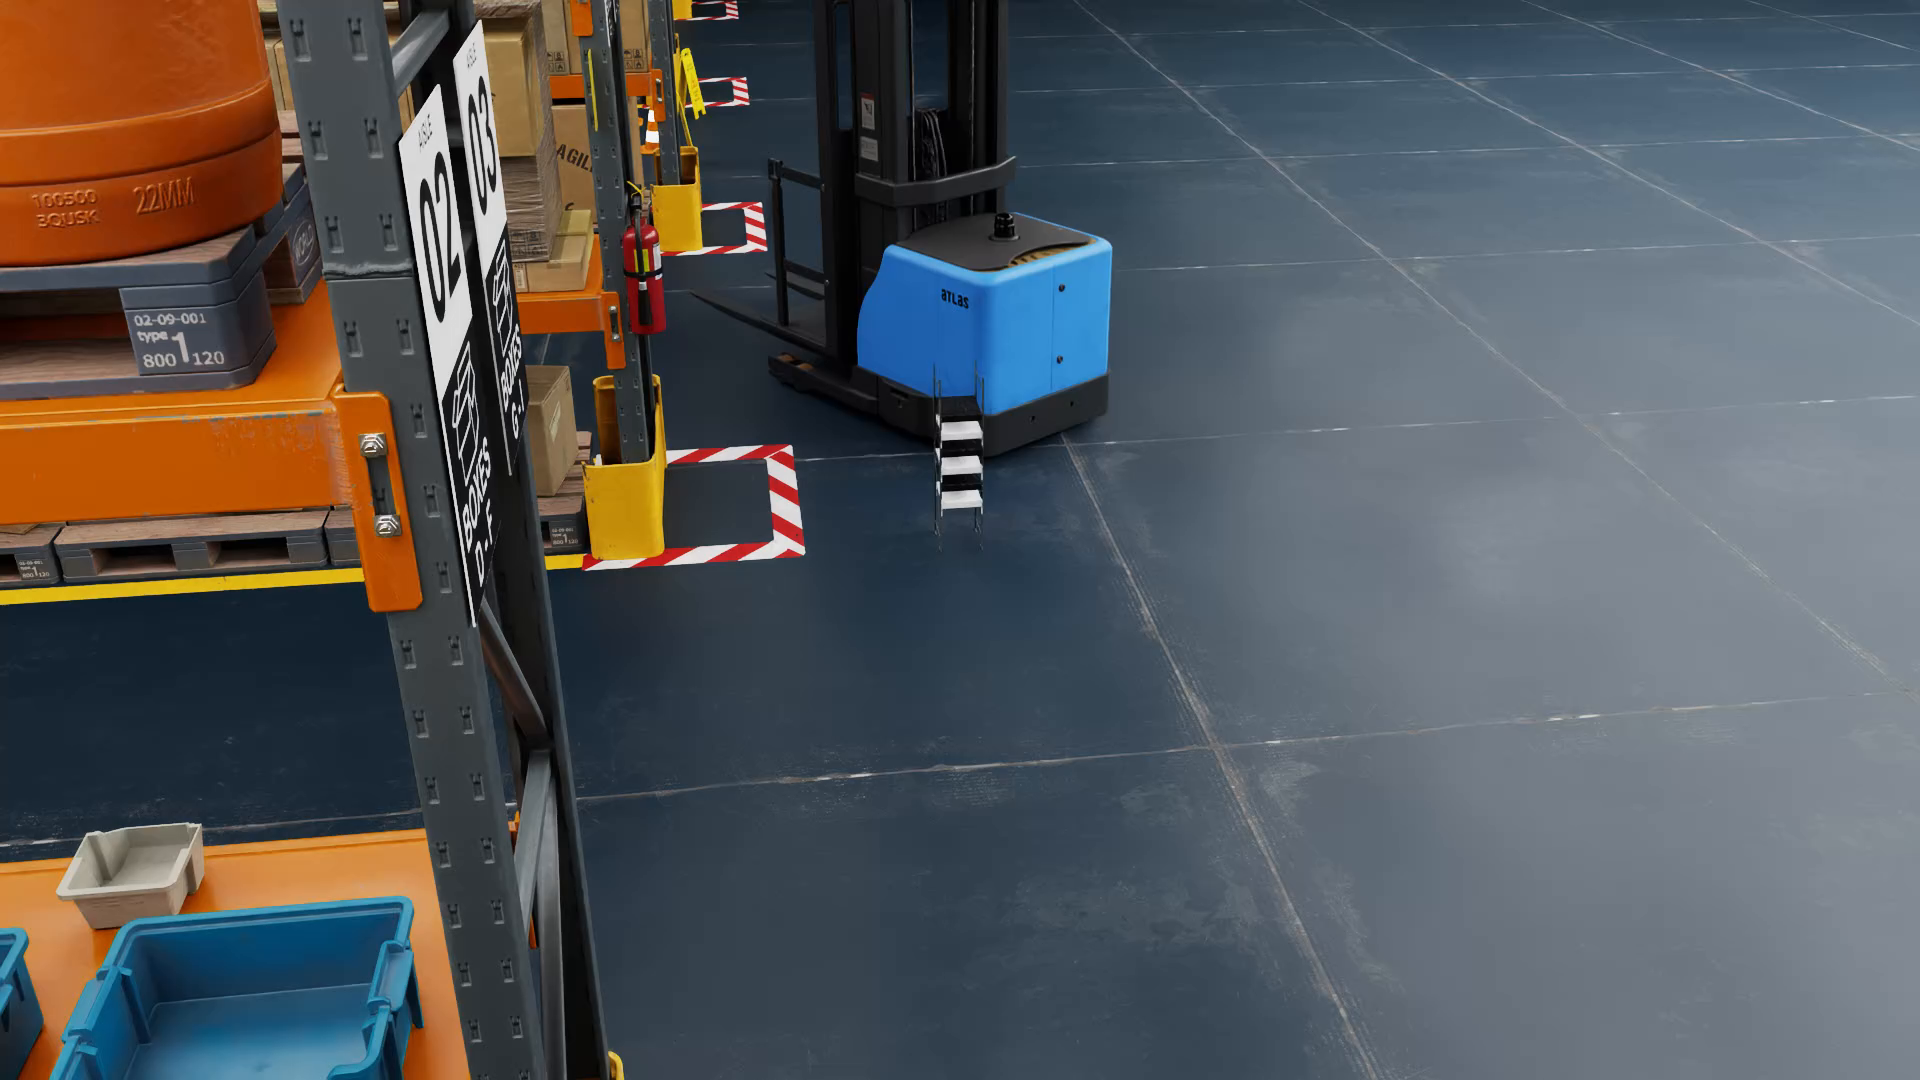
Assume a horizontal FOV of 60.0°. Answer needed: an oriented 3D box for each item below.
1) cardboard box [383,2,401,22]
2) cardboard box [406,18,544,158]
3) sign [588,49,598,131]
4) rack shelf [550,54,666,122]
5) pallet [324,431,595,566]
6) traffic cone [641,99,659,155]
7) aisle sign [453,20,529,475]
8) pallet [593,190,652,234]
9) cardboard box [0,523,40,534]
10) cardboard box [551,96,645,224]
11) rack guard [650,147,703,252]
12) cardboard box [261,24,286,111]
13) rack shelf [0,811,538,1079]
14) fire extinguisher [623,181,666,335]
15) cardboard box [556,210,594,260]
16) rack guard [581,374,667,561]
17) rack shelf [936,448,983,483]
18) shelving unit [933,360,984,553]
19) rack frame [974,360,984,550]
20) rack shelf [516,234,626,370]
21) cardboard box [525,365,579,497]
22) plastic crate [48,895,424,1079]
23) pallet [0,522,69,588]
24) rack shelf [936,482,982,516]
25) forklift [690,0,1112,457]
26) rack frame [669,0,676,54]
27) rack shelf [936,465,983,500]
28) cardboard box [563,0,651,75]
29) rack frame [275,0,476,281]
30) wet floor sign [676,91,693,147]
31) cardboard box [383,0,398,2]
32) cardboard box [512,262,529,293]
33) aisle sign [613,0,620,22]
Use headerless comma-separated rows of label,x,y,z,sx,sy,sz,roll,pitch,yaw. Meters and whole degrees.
cardboard box,-2.698,-2.191,7.705,0.500,0.500,0.500,-4,27,-7
cardboard box,-2.130,-1.985,7.302,0.500,0.500,0.500,-4,27,-7
sign,-1.562,-1.914,7.079,0.005,0.325,0.100,-4,27,-7
rack shelf,-4.191,-3.312,12.206,4.000,0.370,1.077,-4,27,-7
pallet,-2.504,-0.229,8.465,1.213,0.211,1.003,-4,27,-7
traffic cone,-2.755,-3.771,15.092,0.334,0.463,0.336,-4,27,-7
aisle sign,-0.899,-0.565,3.217,0.004,0.787,0.394,-4,27,-7
pallet,-2.991,-2.432,12.758,1.213,0.211,1.003,-4,27,-7
cardboard box,-4.613,-0.378,7.978,0.500,0.500,0.500,5,28,9
cardboard box,-2.873,-2.927,12.537,0.875,0.875,0.875,-4,27,-7
rack guard,-2.187,-2.648,12.863,0.348,0.500,1.175,-4,27,-7
cardboard box,-3.119,-1.920,7.176,0.500,0.500,0.500,-4,27,-7
rack shelf,-2.910,1.176,3.460,4.000,0.370,1.077,-4,27,-7
fire extinguisher,-1.442,-1.275,7.533,0.183,0.674,0.296,-4,27,-7
cardboard box,-1.935,-1.488,8.139,0.250,0.149,0.380,-4,27,-7
rack guard,-1.695,-0.393,8.469,0.348,0.500,1.175,-4,27,-7
rack shelf,-0.008,-0.370,8.059,0.200,0.077,0.258,-4,27,-7
shelving unit,-0.008,-0.400,8.044,0.210,0.900,0.258,-4,27,-7
rack frame,0.093,-0.406,8.056,0.006,0.900,0.240,-4,27,-7
rack shelf,-3.600,-1.063,7.824,4.000,0.370,1.077,-4,27,-7
cardboard box,-2.240,-0.553,8.320,0.500,0.500,0.500,1,27,2
plastic crate,-1.383,0.962,3.252,0.616,0.251,0.499,-4,27,-7
pallet,-4.920,-0.074,8.163,1.213,0.211,1.003,-4,27,-7
rack shelf,-0.008,-0.210,8.141,0.200,0.077,0.258,-4,27,-7
forklift,-0.513,-2.337,9.593,1.130,2.935,3.031,-23,35,-37
rack frame,-3.000,-5.990,16.638,0.127,3.000,1.000,-4,27,-7
rack shelf,-0.008,-0.290,8.100,0.200,0.077,0.258,-4,27,-7
cardboard box,-2.572,-3.781,12.170,0.550,0.550,0.875,-4,27,-7
rack frame,-0.929,-1.940,2.174,0.127,3.000,1.000,-4,27,-7
wet floor sign,-2.458,-3.608,14.575,0.232,0.644,0.267,-8,28,-16
cardboard box,-4.204,-3.705,12.021,0.500,0.550,0.875,-4,27,-7
cardboard box,-2.121,-1.271,7.717,0.250,0.149,0.380,-4,27,-7
aisle sign,-1.600,-2.806,7.586,0.004,0.787,0.394,-4,27,-7
